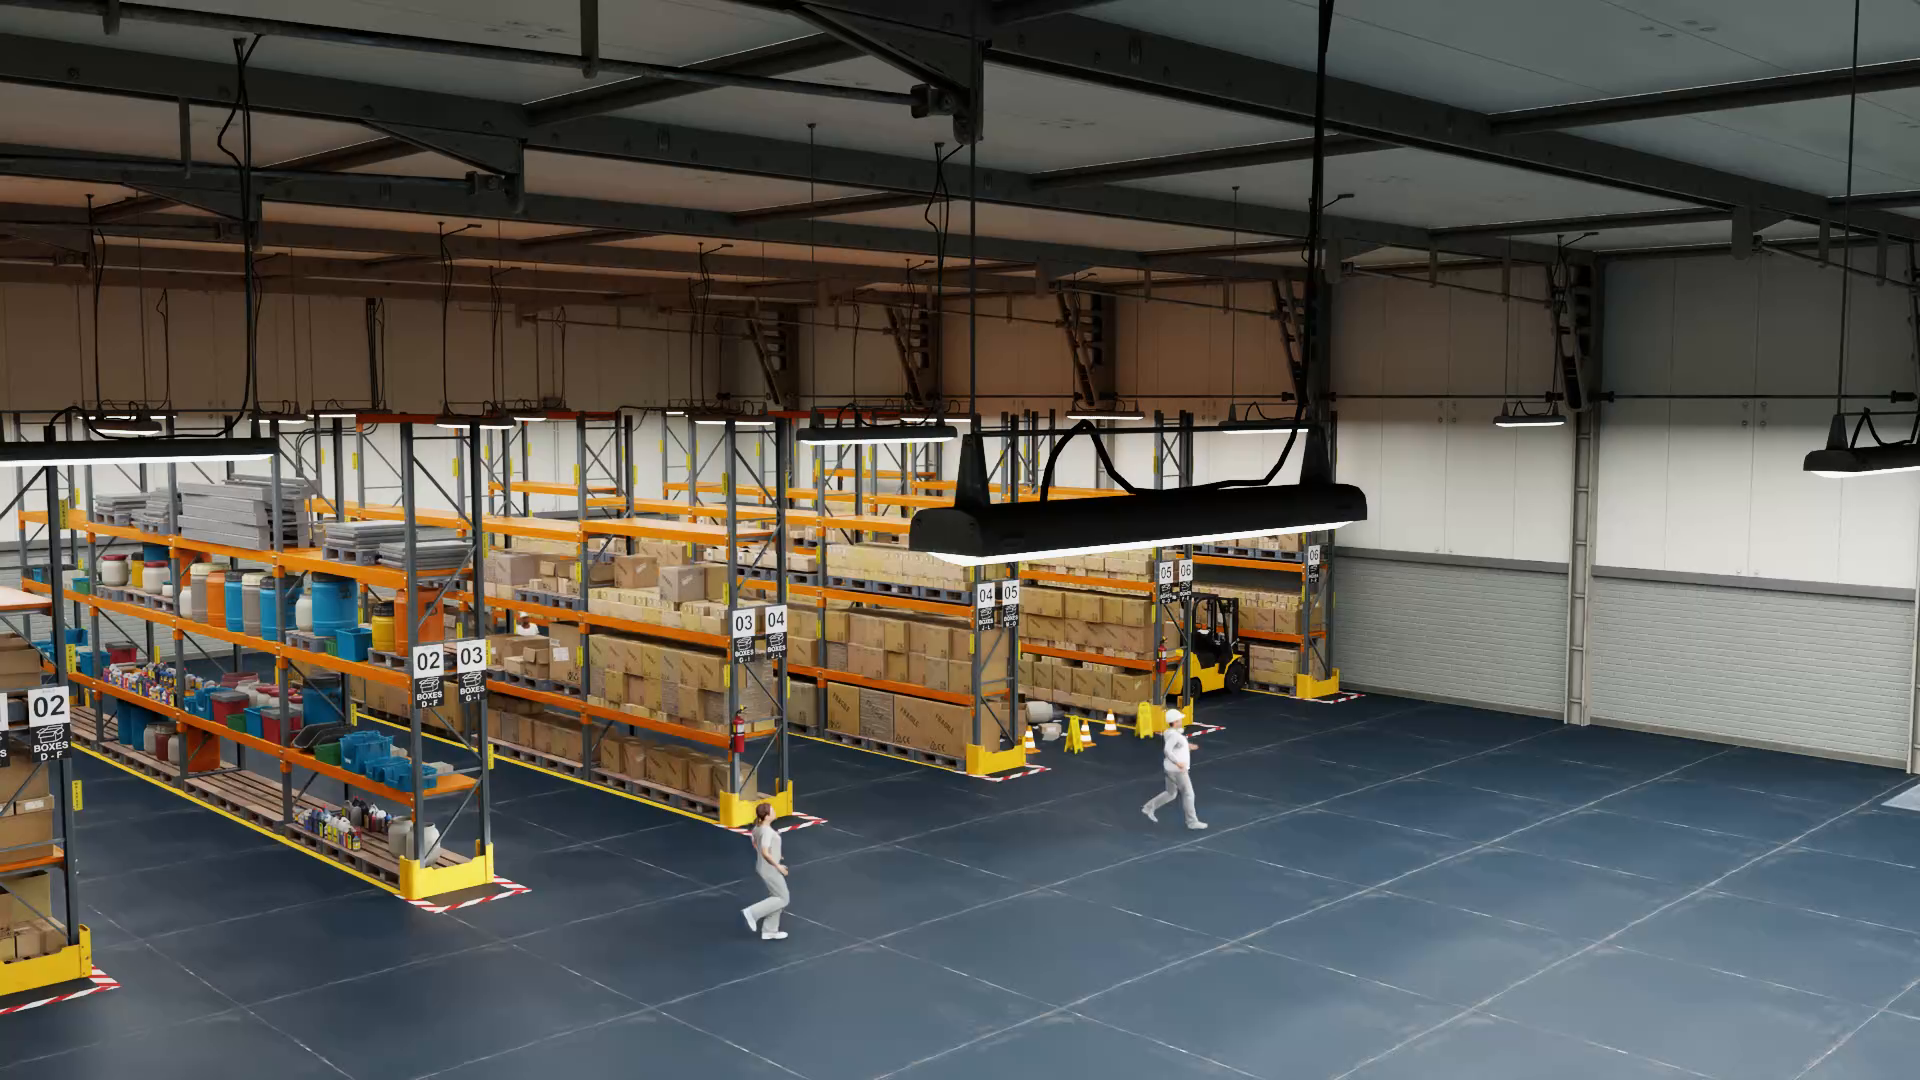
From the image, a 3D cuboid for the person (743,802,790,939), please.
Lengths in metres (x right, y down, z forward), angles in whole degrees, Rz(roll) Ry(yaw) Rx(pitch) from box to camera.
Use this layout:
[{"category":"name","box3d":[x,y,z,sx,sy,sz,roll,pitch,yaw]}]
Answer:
[{"category":"person","box3d":[-2.272,3.849,19.315,0.572,1.628,0.574,-2,5,-23]}]

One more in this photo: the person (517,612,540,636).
[{"category":"person","box3d":[-9.235,2.389,35.553,0.706,1.724,0.489,-4,6,-38]}]

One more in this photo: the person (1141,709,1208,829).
[{"category":"person","box3d":[3.136,3.330,24.213,0.961,1.749,0.662,-1,5,-7]}]
